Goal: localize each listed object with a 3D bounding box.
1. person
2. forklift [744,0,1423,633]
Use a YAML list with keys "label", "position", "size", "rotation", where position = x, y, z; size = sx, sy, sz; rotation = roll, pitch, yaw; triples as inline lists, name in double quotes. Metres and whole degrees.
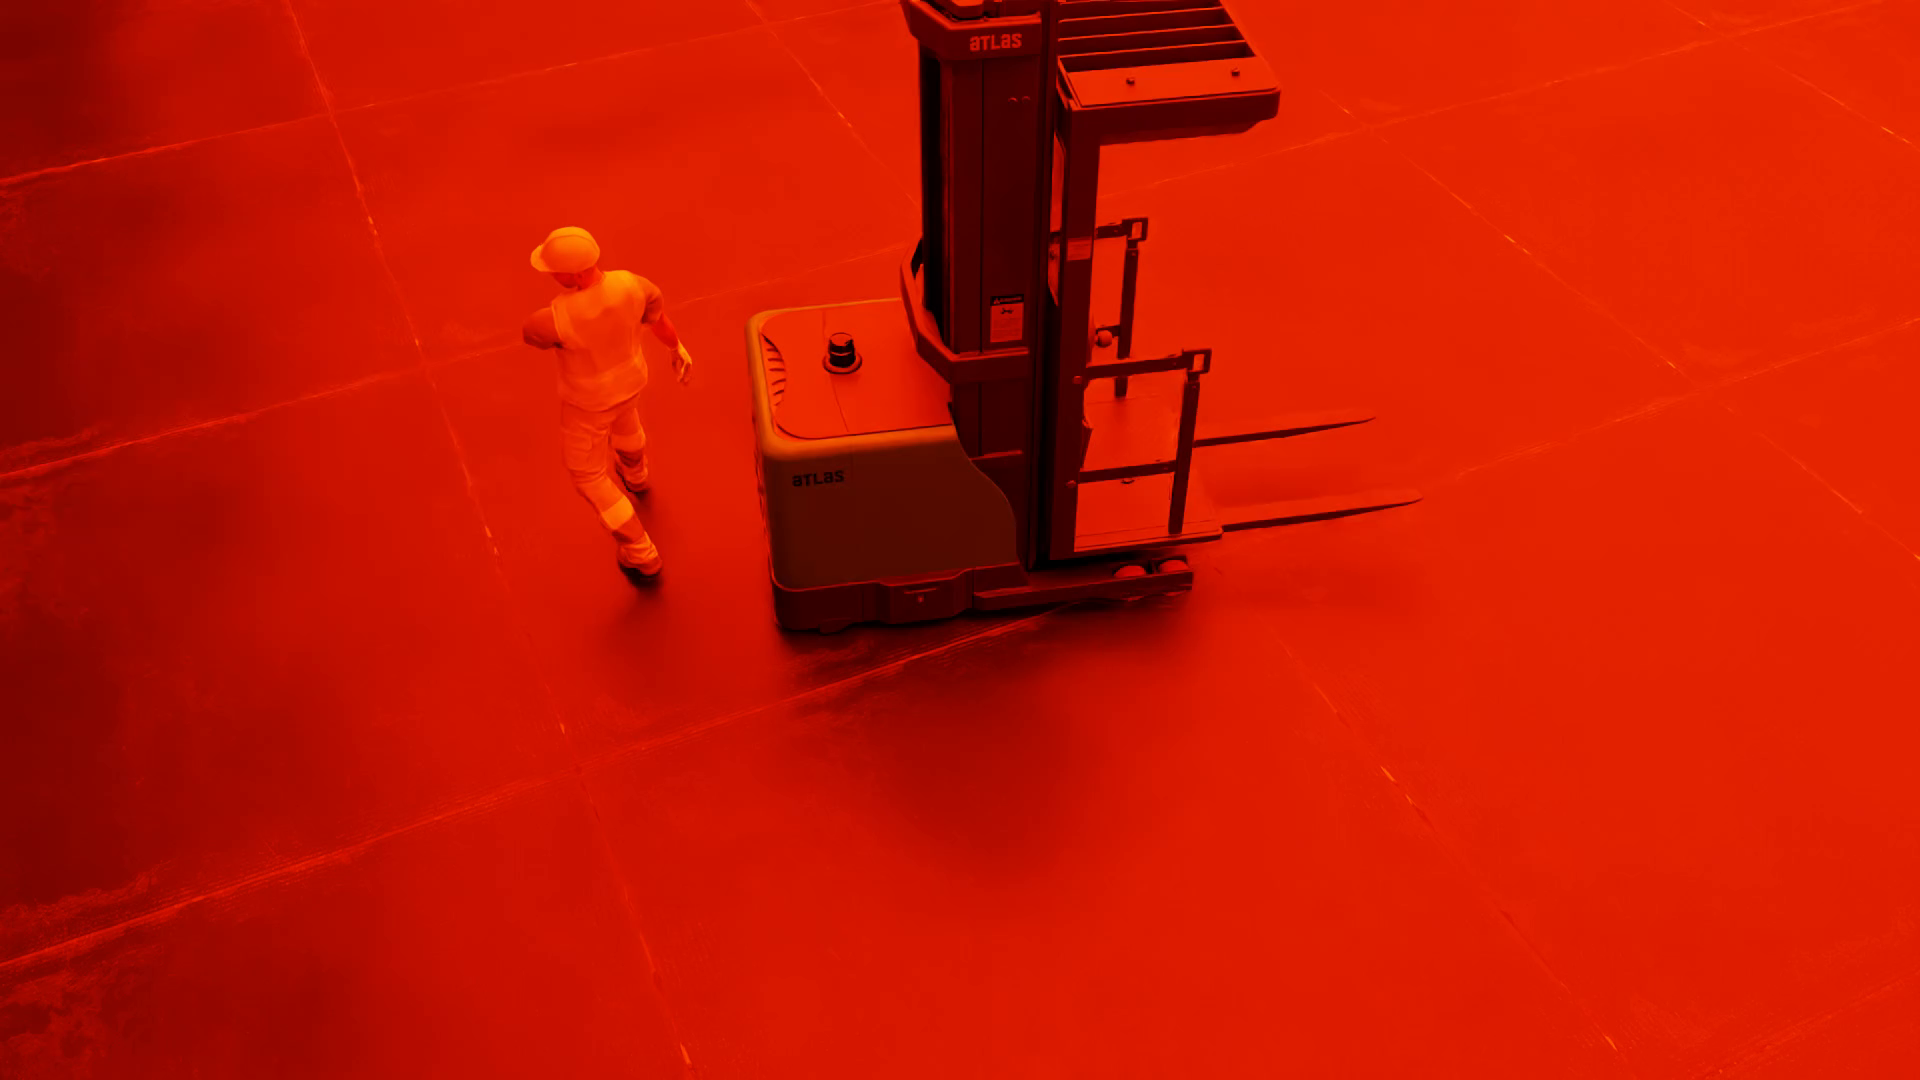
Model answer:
- label: "person"
  position: [-1.543, -0.733, 7.387]
  size: [0.844, 1.694, 0.713]
  rotation: [31, 51, 29]
- label: "forklift"
  position: [0.601, -1.146, 6.908]
  size: [3.031, 2.935, 1.130]
  rotation: [-7, 43, -7]
